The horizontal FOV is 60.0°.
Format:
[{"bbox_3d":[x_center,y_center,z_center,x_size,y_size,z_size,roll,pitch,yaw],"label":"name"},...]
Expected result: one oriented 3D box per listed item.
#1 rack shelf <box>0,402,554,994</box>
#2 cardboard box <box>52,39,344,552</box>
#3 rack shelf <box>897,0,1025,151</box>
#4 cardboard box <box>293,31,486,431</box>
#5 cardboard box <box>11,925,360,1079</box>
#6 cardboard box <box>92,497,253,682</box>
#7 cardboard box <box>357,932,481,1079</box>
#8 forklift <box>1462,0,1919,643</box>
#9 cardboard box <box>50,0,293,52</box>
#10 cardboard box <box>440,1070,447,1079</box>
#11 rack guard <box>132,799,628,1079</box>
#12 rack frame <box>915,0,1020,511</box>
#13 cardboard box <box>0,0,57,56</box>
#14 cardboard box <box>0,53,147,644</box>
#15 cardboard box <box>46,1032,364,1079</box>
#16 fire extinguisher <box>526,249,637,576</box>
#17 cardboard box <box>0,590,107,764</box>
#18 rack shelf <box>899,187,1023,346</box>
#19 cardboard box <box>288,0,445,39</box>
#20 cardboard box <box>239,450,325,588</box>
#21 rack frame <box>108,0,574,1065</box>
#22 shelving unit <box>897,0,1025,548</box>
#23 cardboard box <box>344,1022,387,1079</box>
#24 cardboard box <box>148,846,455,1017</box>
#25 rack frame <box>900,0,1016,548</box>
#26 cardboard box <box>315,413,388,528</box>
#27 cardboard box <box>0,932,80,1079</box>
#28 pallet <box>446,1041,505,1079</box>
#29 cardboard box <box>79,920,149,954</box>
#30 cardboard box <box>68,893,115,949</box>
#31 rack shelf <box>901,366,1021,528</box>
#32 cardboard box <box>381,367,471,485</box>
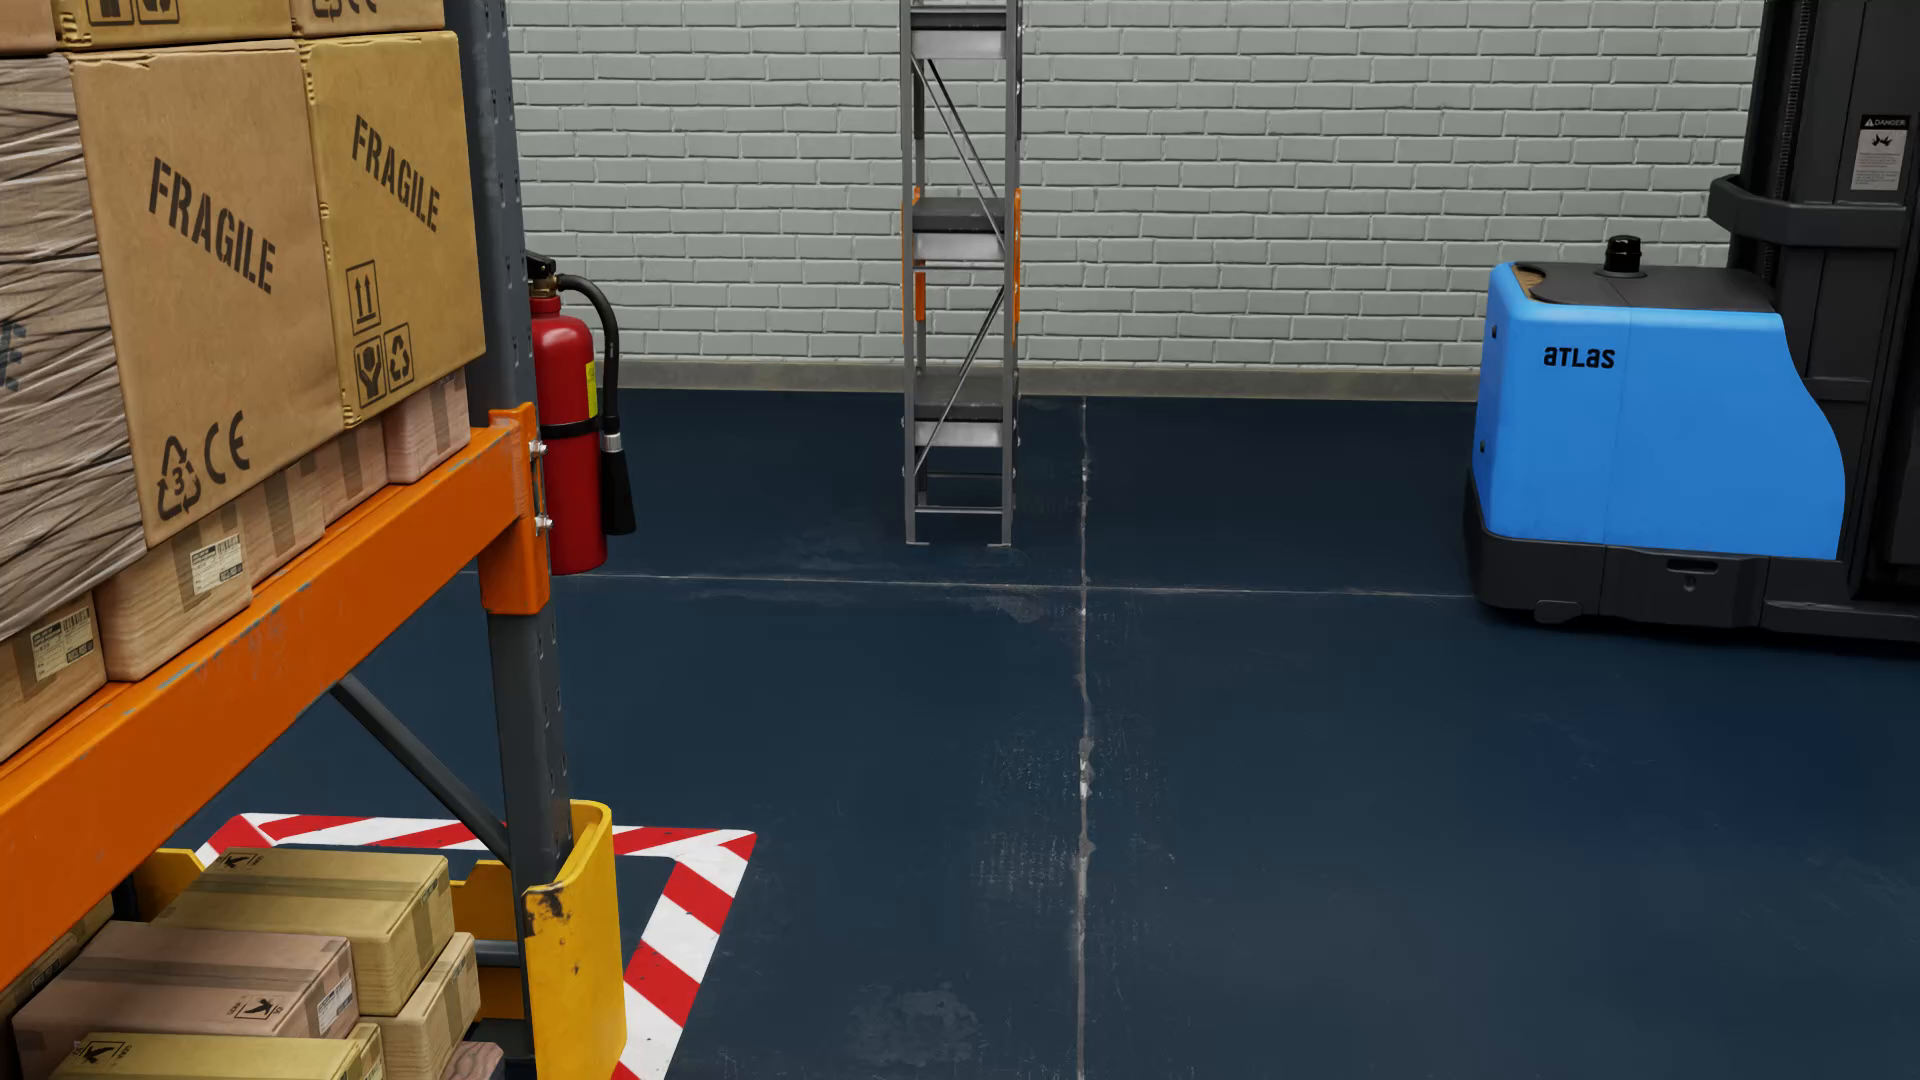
[{"bbox_3d":[-1.400,0.541,1.109,1.077,0.370,4.000,1,18,4],"label":"rack shelf"},{"bbox_3d":[-1.075,-0.305,1.899,0.500,0.500,0.500,1,18,3],"label":"cardboard box"},{"bbox_3d":[0.012,-1.701,6.039,0.431,0.518,0.480,1,18,4],"label":"rack shelf"},{"bbox_3d":[-1.033,-0.465,2.387,0.500,0.500,0.500,2,18,5],"label":"cardboard box"},{"bbox_3d":[-1.118,0.698,2.425,0.380,0.149,0.250,2,18,5],"label":"cardboard box"},{"bbox_3d":[-1.052,0.040,1.888,0.380,0.149,0.250,2,18,5],"label":"cardboard box"},{"bbox_3d":[-1.010,0.763,2.705,0.380,0.149,0.250,1,18,2],"label":"cardboard box"},{"bbox_3d":[3.311,-1.156,5.245,3.031,2.935,1.130,4,19,12],"label":"forklift"},{"bbox_3d":[-1.078,-0.781,1.744,0.500,0.500,0.500,1,18,2],"label":"cardboard box"},{"bbox_3d":[-1.087,0.902,2.758,0.380,0.149,0.250,2,18,5],"label":"cardboard box"},{"bbox_3d":[-1.263,0.790,3.210,1.175,0.500,0.348,1,18,4],"label":"rack guard"},{"bbox_3d":[0.029,-1.125,6.484,0.400,2.100,0.015,1,18,4],"label":"rack frame"},{"bbox_3d":[-1.106,-0.619,1.250,0.500,0.500,0.500,2,18,7],"label":"cardboard box"},{"bbox_3d":[-1.101,-0.148,1.418,0.500,0.500,0.500,1,18,4],"label":"cardboard box"},{"bbox_3d":[-1.009,0.781,2.171,0.380,0.149,0.250,1,18,3],"label":"cardboard box"},{"bbox_3d":[-0.779,-0.276,3.170,0.296,0.674,0.183,1,18,4],"label":"fire extinguisher"},{"bbox_3d":[-1.100,0.121,1.640,0.380,0.149,0.250,0,18,1],"label":"cardboard box"},{"bbox_3d":[0.012,-1.036,6.257,0.431,0.518,0.480,1,18,4],"label":"rack shelf"},{"bbox_3d":[-1.042,-0.938,2.224,0.500,0.500,0.500,1,18,3],"label":"cardboard box"},{"bbox_3d":[-1.057,-0.040,2.131,0.380,0.149,0.250,1,18,3],"label":"cardboard box"},{"bbox_3d":[-1.257,-0.422,2.892,1.000,3.000,0.127,1,18,4],"label":"rack frame"},{"bbox_3d":[0.012,-1.049,6.253,0.431,2.100,0.503,1,18,4],"label":"shelving unit"},{"bbox_3d":[-1.083,0.843,2.461,0.380,0.149,0.250,1,18,3],"label":"cardboard box"},{"bbox_3d":[-1.042,0.621,2.659,0.380,0.149,0.250,1,18,5],"label":"cardboard box"},{"bbox_3d":[-0.006,-0.973,6.022,0.400,2.100,0.015,1,18,4],"label":"rack frame"},{"bbox_3d":[-1.054,-0.118,2.370,0.380,0.149,0.250,1,18,4],"label":"cardboard box"},{"bbox_3d":[-1.533,0.694,2.435,0.380,0.149,0.250,2,18,5],"label":"cardboard box"},{"bbox_3d":[-1.356,1.179,2.487,1.003,0.211,1.213,1,18,4],"label":"pallet"},{"bbox_3d":[-1.551,0.749,2.745,0.380,0.149,0.250,2,18,6],"label":"cardboard box"},{"bbox_3d":[-1.634,0.606,2.705,0.380,0.149,0.250,0,18,1],"label":"cardboard box"},{"bbox_3d":[0.012,-0.371,6.475,0.431,0.518,0.480,1,18,4],"label":"rack shelf"},{"bbox_3d":[-0.999,-0.195,2.603,0.380,0.149,0.250,1,18,4],"label":"cardboard box"}]
